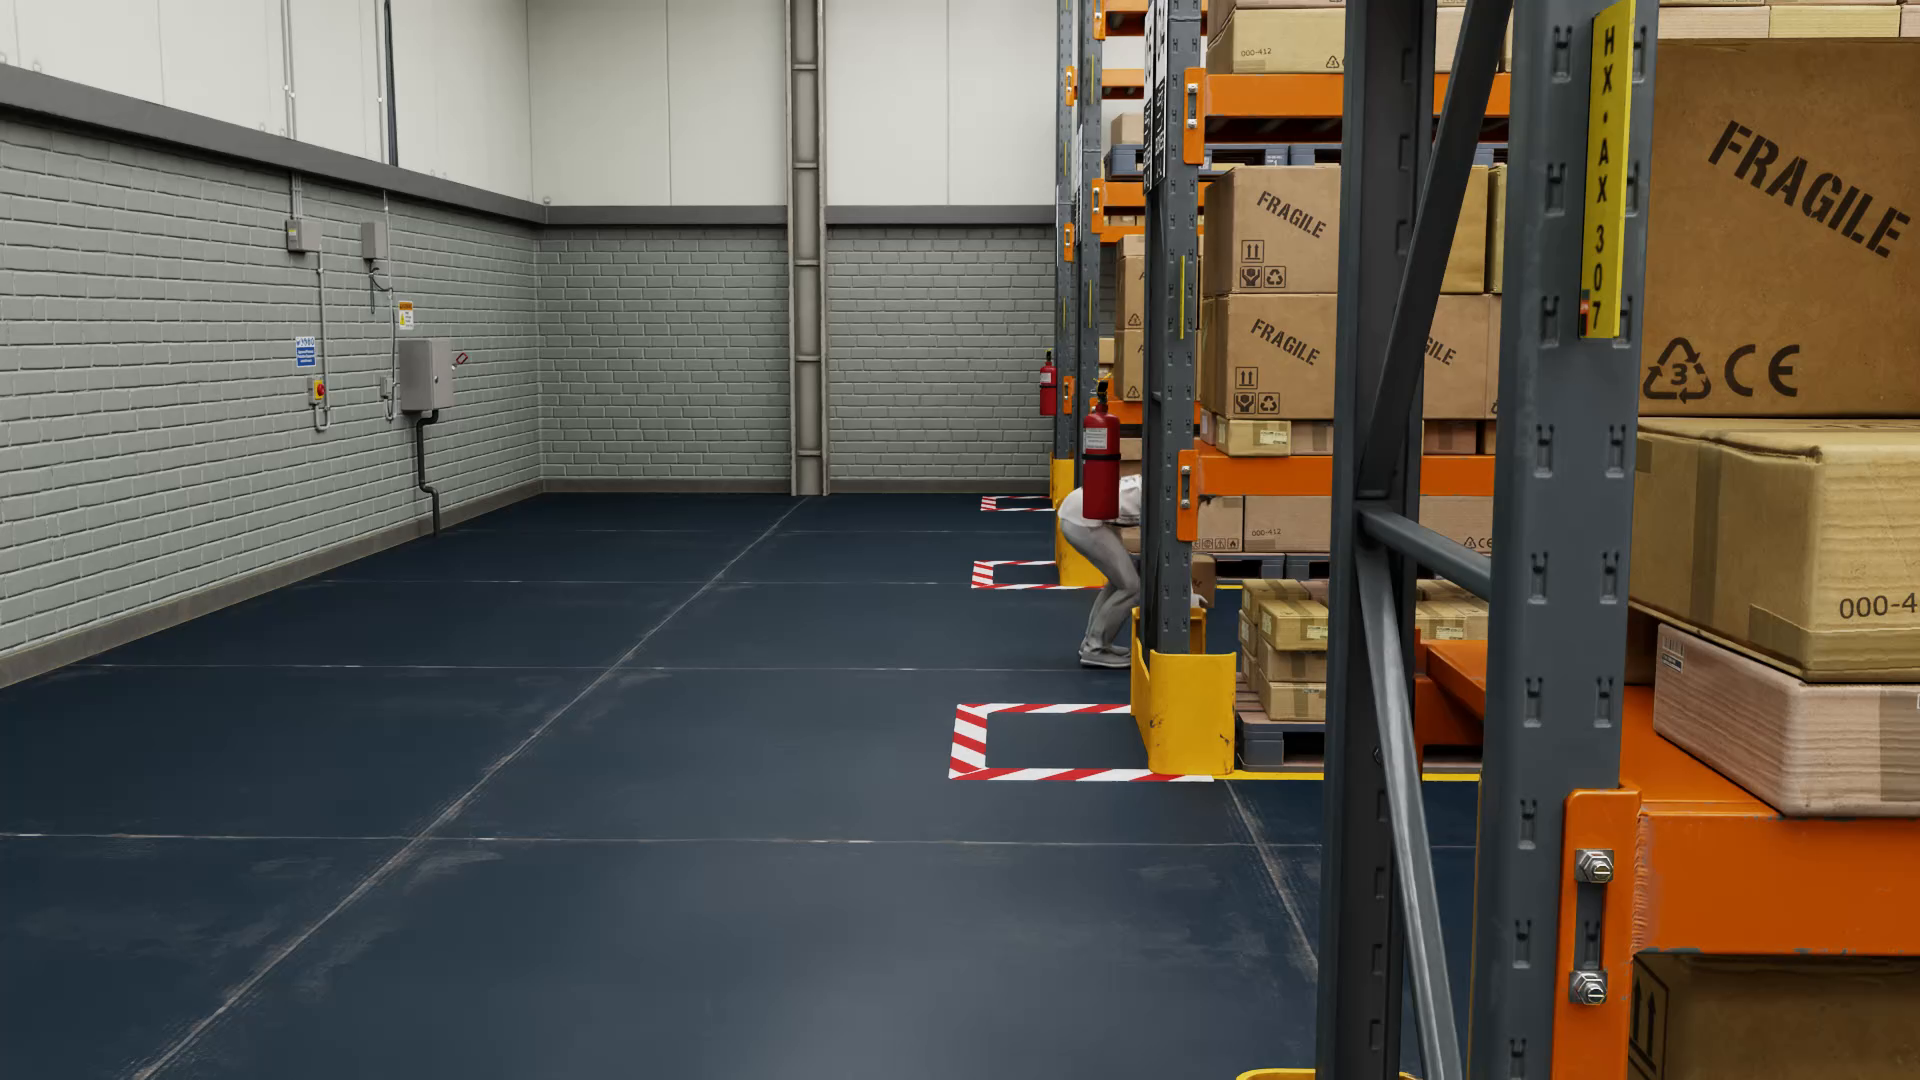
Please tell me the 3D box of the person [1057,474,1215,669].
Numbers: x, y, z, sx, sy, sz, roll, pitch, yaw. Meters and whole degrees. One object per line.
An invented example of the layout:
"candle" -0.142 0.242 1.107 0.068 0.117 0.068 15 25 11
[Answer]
"person" 0.986 0.113 9.017 0.917 1.127 0.445 0 7 -1
